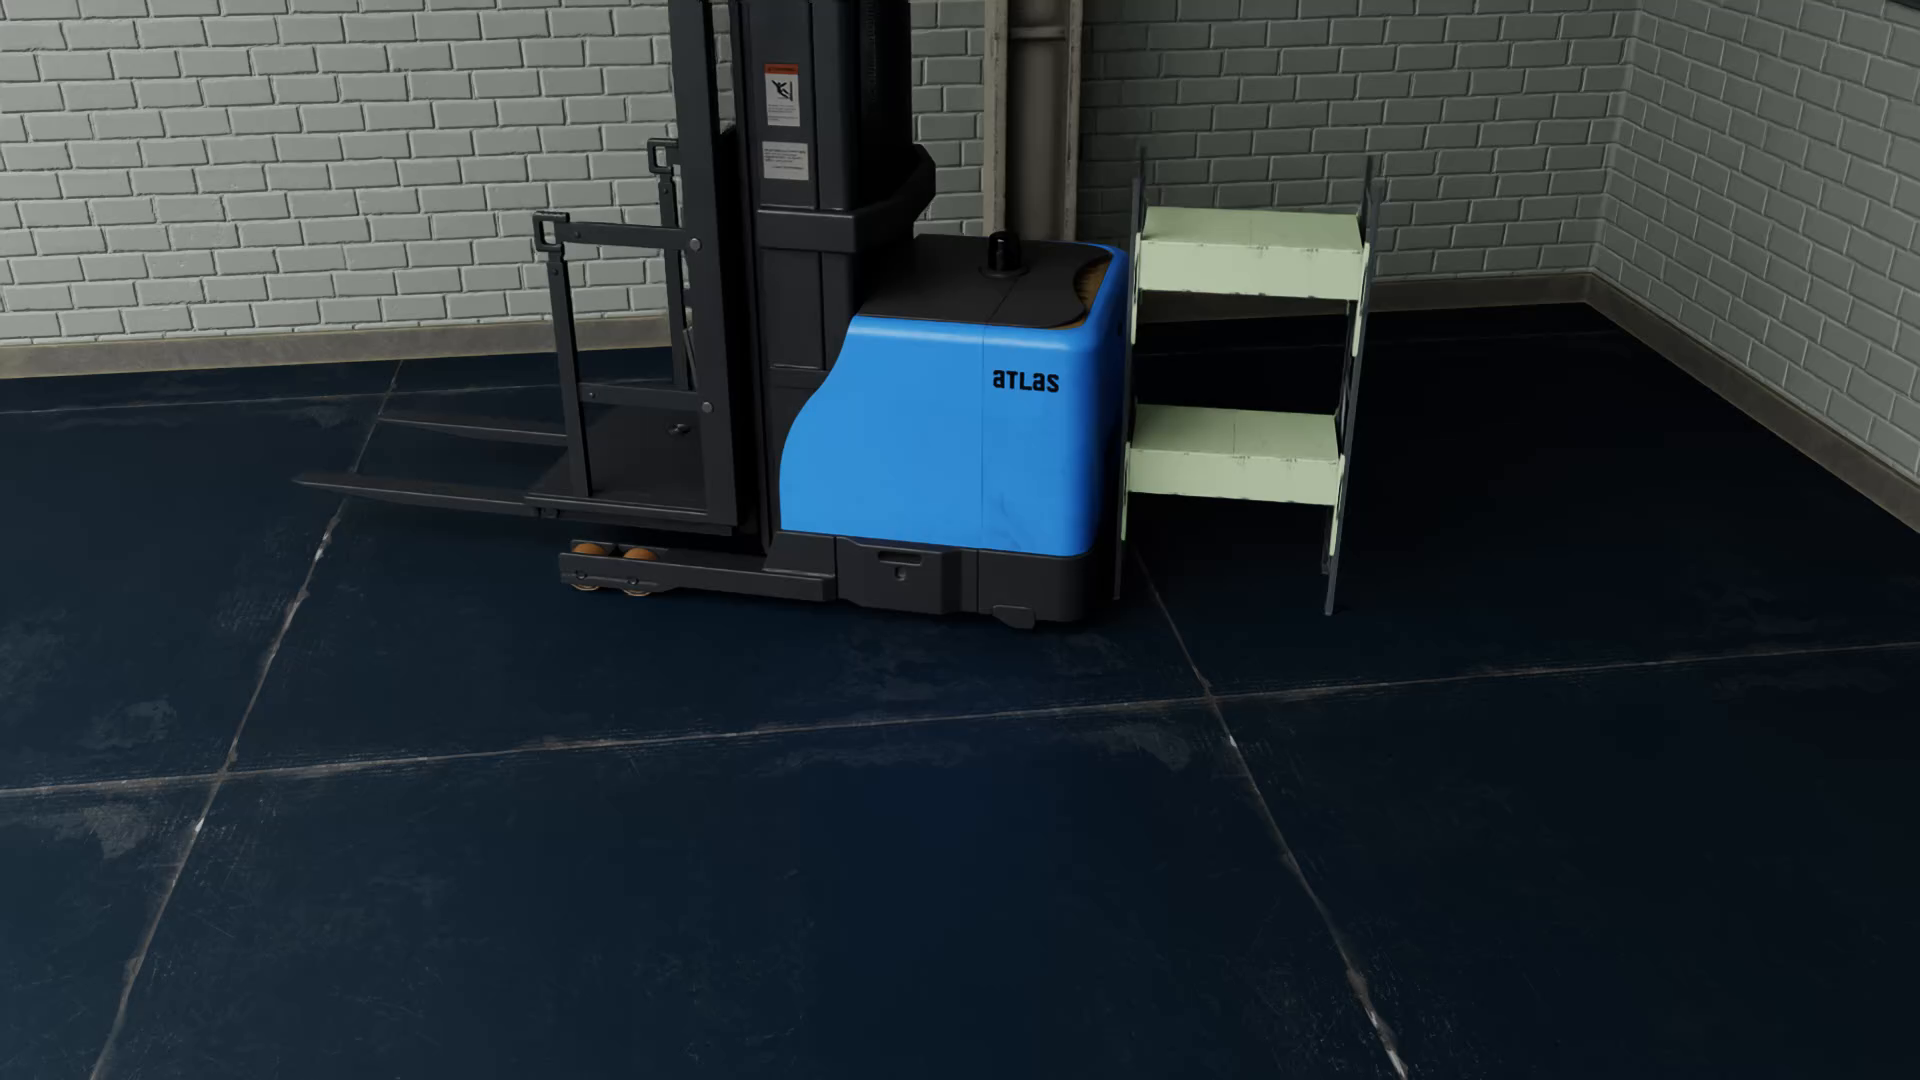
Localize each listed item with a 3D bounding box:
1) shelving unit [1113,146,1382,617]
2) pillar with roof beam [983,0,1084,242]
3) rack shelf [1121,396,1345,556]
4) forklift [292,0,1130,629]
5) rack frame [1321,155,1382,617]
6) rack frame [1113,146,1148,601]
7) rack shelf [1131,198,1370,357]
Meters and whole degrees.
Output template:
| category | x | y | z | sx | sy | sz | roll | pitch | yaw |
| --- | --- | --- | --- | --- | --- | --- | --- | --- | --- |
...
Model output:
| category | x | y | z | sx | sy | sz | roll | pitch | yaw |
| --- | --- | --- | --- | --- | --- | --- | --- | --- | --- |
| shelving unit | 0.941 | -0.519 | 5.619 | 0.755 | 1.500 | 0.431 | 4 | 27 | 8 |
| pillar with roof beam | 0.931 | -3.056 | 2.349 | 0.400 | 9.000 | 9.100 | -4 | 27 | -7 |
| rack shelf | 0.941 | -0.229 | 5.768 | 0.720 | 0.370 | 0.431 | 4 | 27 | 8 |
| forklift | -0.943 | -1.333 | 5.638 | 3.031 | 2.935 | 1.130 | 5 | 28 | 11 |
| rack frame | 1.303 | -0.493 | 5.569 | 0.023 | 1.500 | 0.400 | 4 | 27 | 8 |
| rack frame | 0.579 | -0.545 | 5.669 | 0.023 | 1.500 | 0.400 | 4 | 27 | 8 |
| rack shelf | 0.941 | -0.866 | 5.441 | 0.720 | 0.370 | 0.431 | 4 | 27 | 8 |
